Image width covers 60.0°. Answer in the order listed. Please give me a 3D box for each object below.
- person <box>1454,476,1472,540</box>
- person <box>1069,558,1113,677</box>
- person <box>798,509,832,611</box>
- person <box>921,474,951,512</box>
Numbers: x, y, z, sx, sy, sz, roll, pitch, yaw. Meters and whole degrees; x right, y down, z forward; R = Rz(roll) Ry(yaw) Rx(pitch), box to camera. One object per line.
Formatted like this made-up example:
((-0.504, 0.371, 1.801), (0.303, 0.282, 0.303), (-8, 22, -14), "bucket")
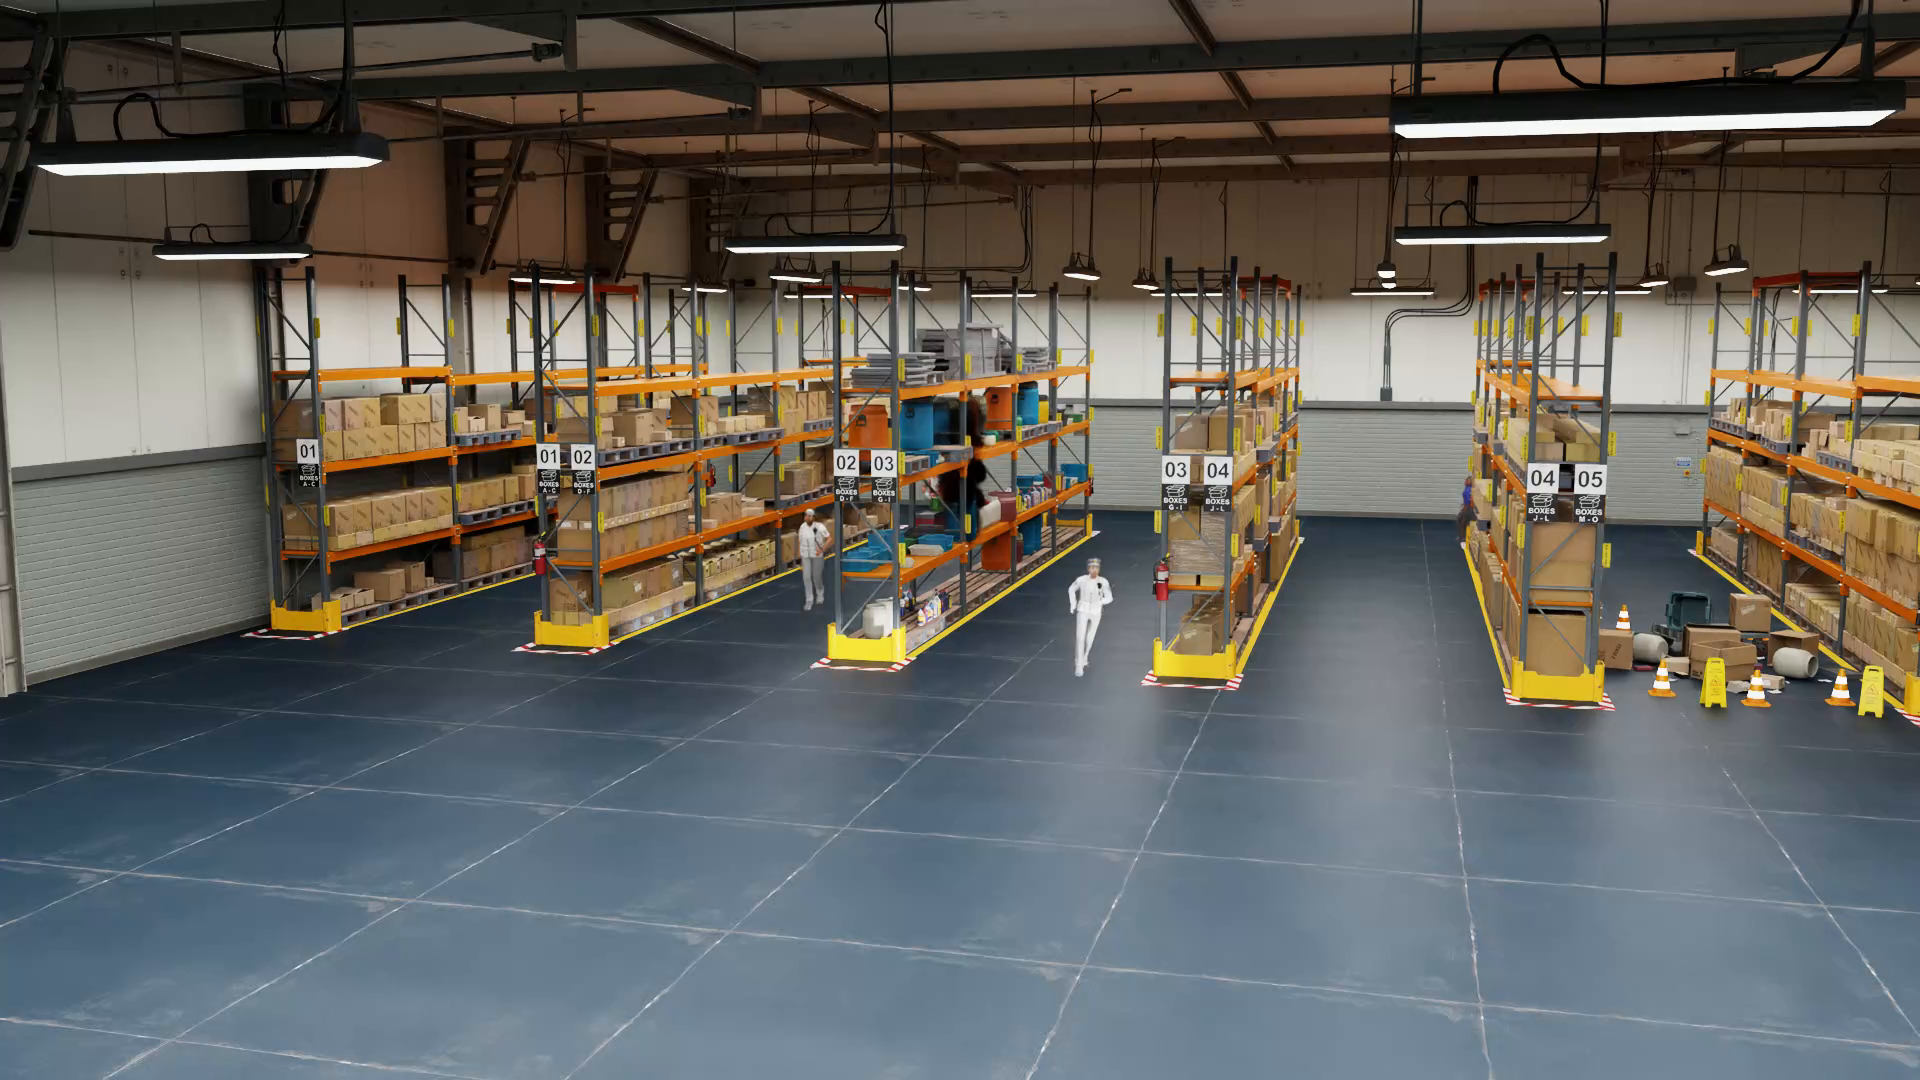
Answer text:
((12.046, -0.731, 39.217), (0.594, 1.579, 0.698), (0, 7, 3), "person")
((1.913, 1.096, 24.348), (0.643, 1.684, 0.861), (0, 7, 3), "person")
((-2.498, 0.315, 28.409), (0.625, 1.713, 0.628), (2, 8, 16), "person")
((-0.594, -1.017, 40.695), (0.713, 1.738, 0.519), (0, 7, 4), "person")
